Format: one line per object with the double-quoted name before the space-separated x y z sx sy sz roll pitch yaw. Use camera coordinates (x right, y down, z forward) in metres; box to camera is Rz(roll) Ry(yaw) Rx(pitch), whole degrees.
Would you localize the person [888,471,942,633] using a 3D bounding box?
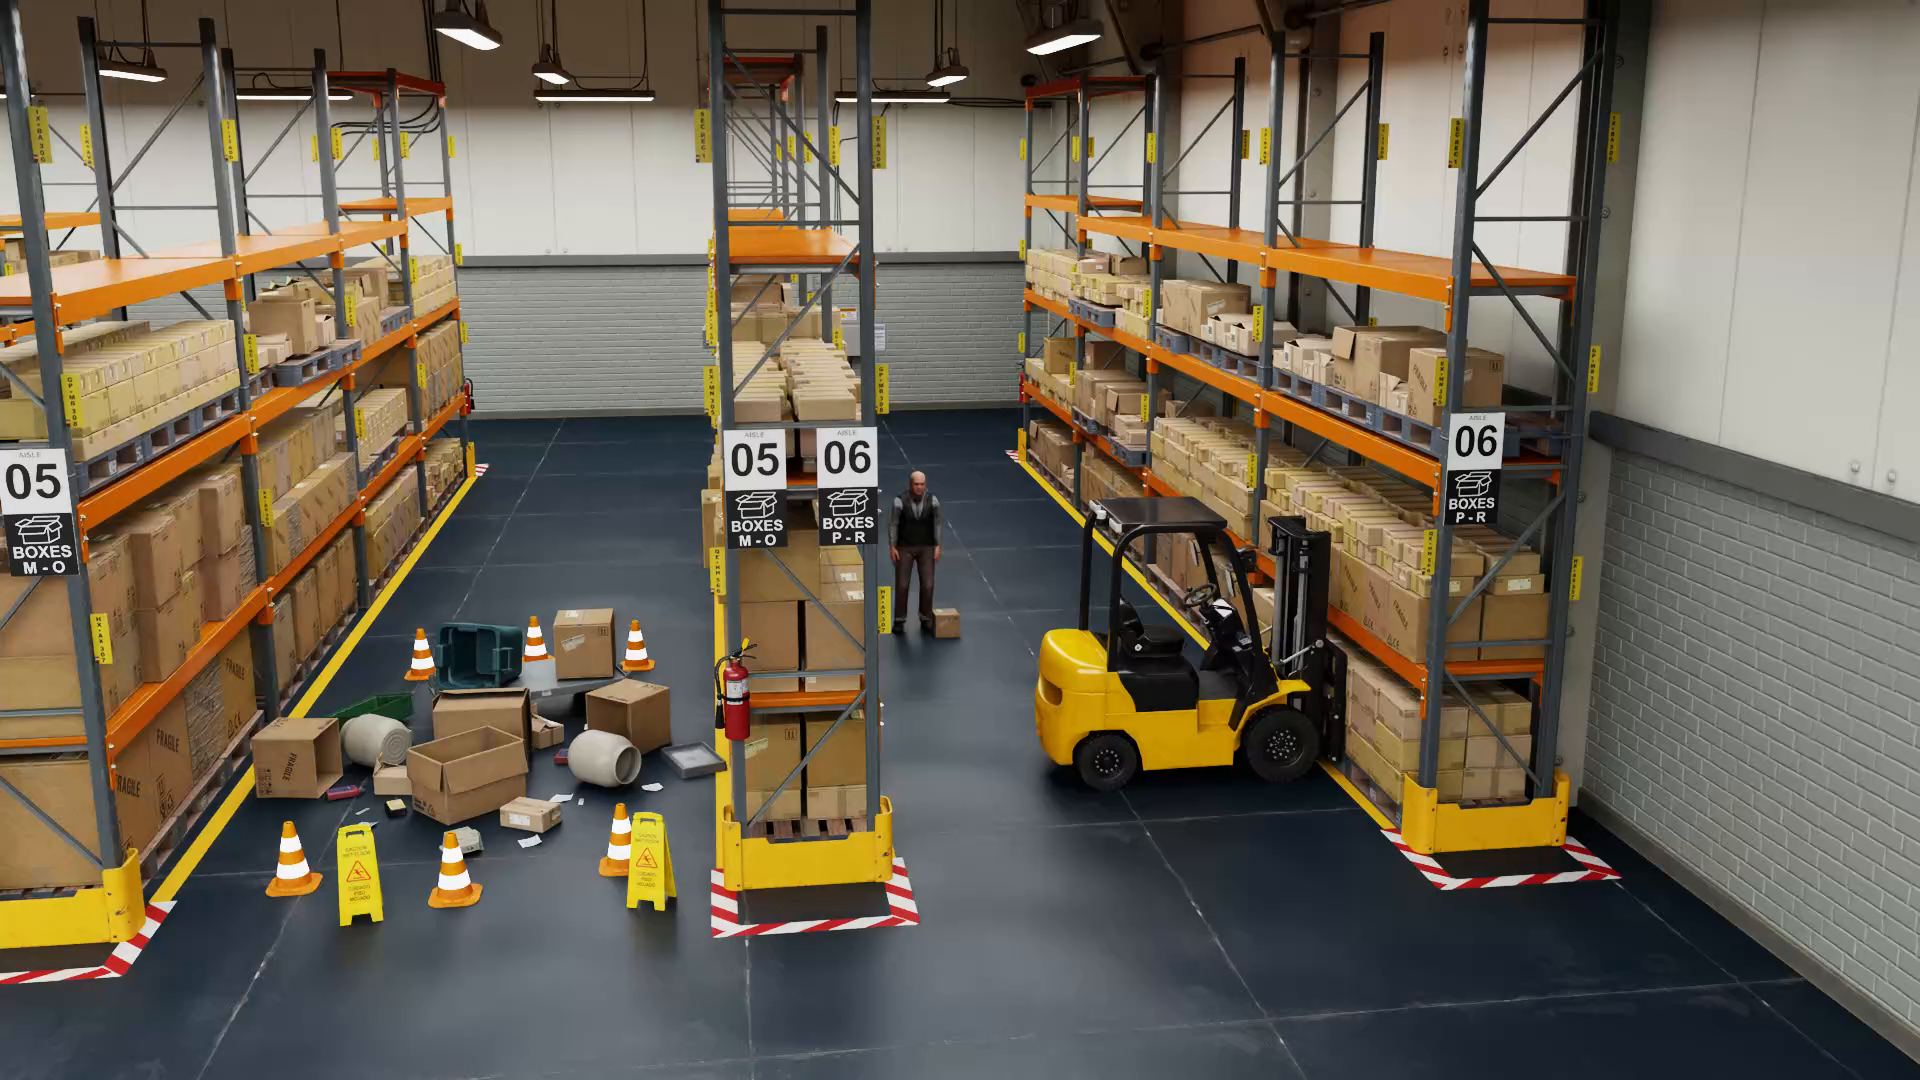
"person" -0.472 0.108 17.572 0.576 1.720 0.418 -2 13 -10
